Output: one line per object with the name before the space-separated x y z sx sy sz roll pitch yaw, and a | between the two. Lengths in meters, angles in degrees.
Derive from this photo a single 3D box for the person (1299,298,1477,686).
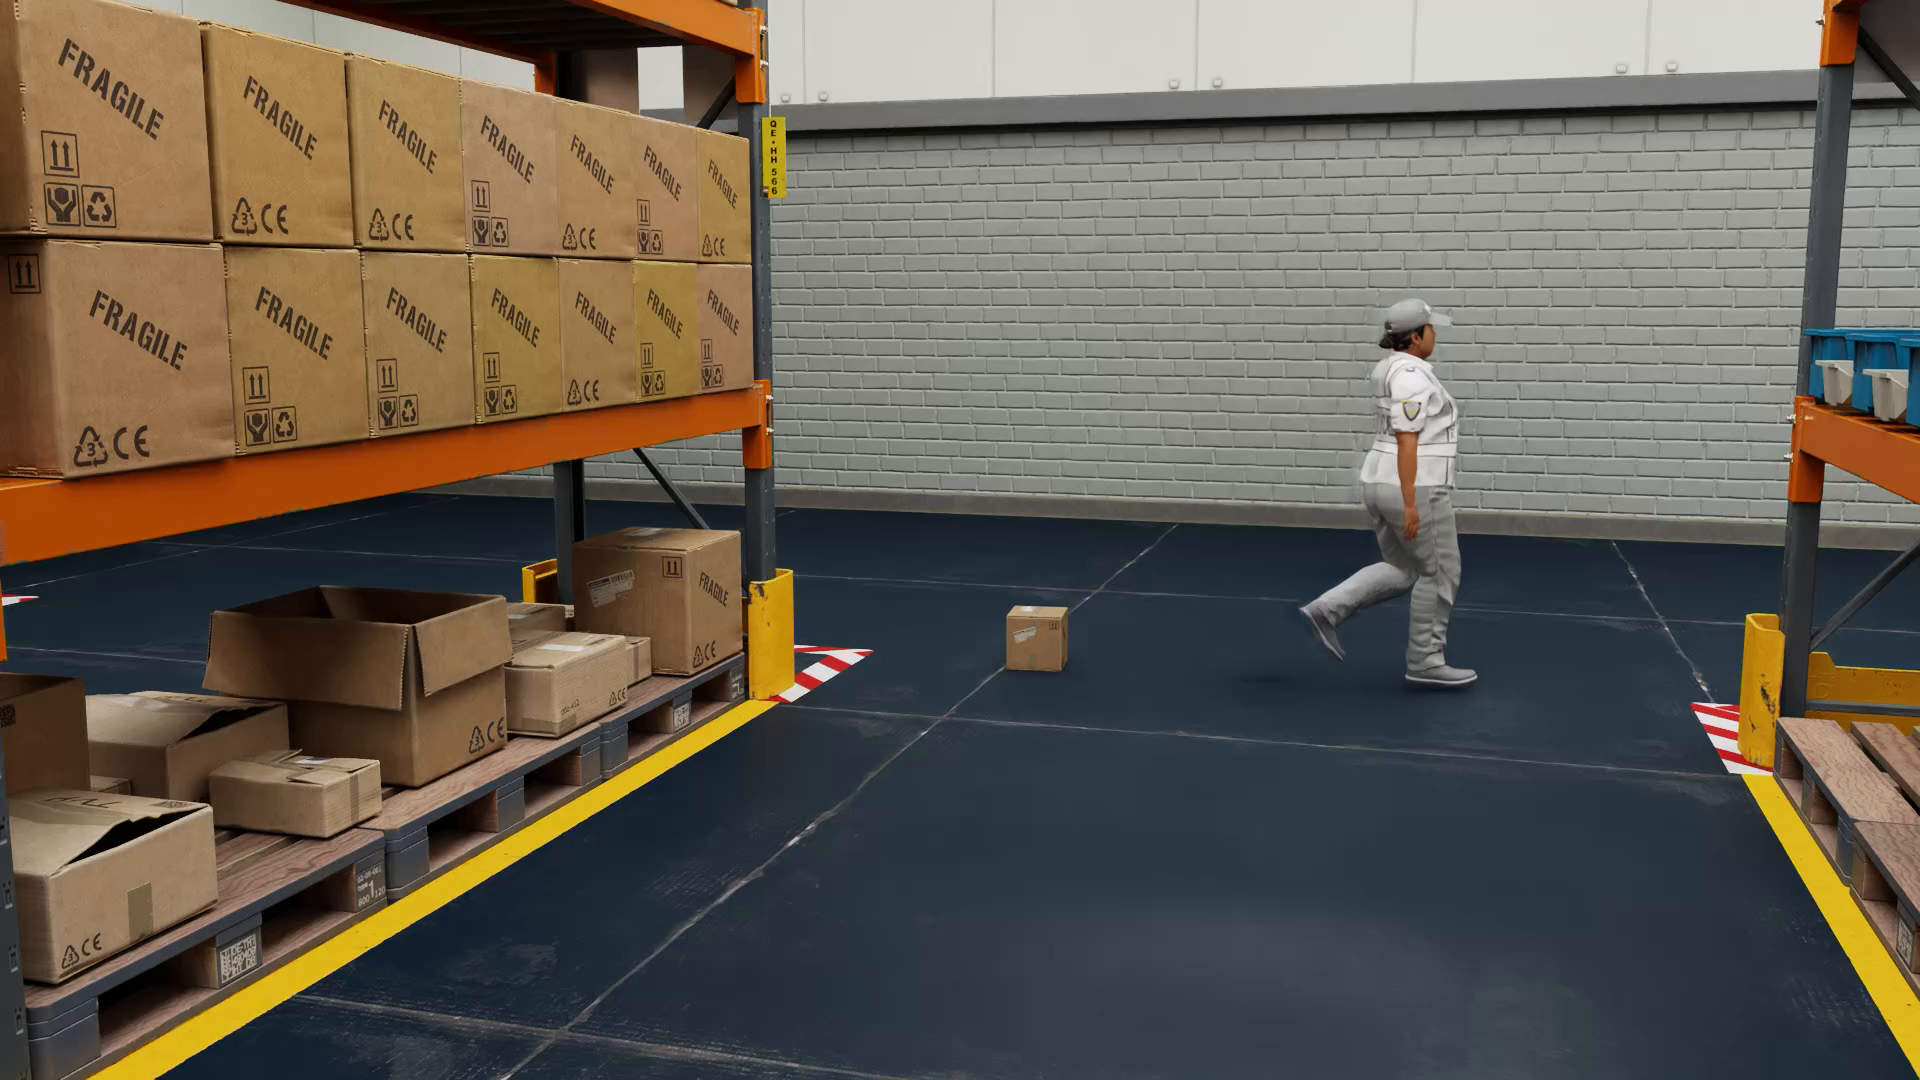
person | 1.857 -0.206 7.106 0.727 1.636 0.482 0 8 0
